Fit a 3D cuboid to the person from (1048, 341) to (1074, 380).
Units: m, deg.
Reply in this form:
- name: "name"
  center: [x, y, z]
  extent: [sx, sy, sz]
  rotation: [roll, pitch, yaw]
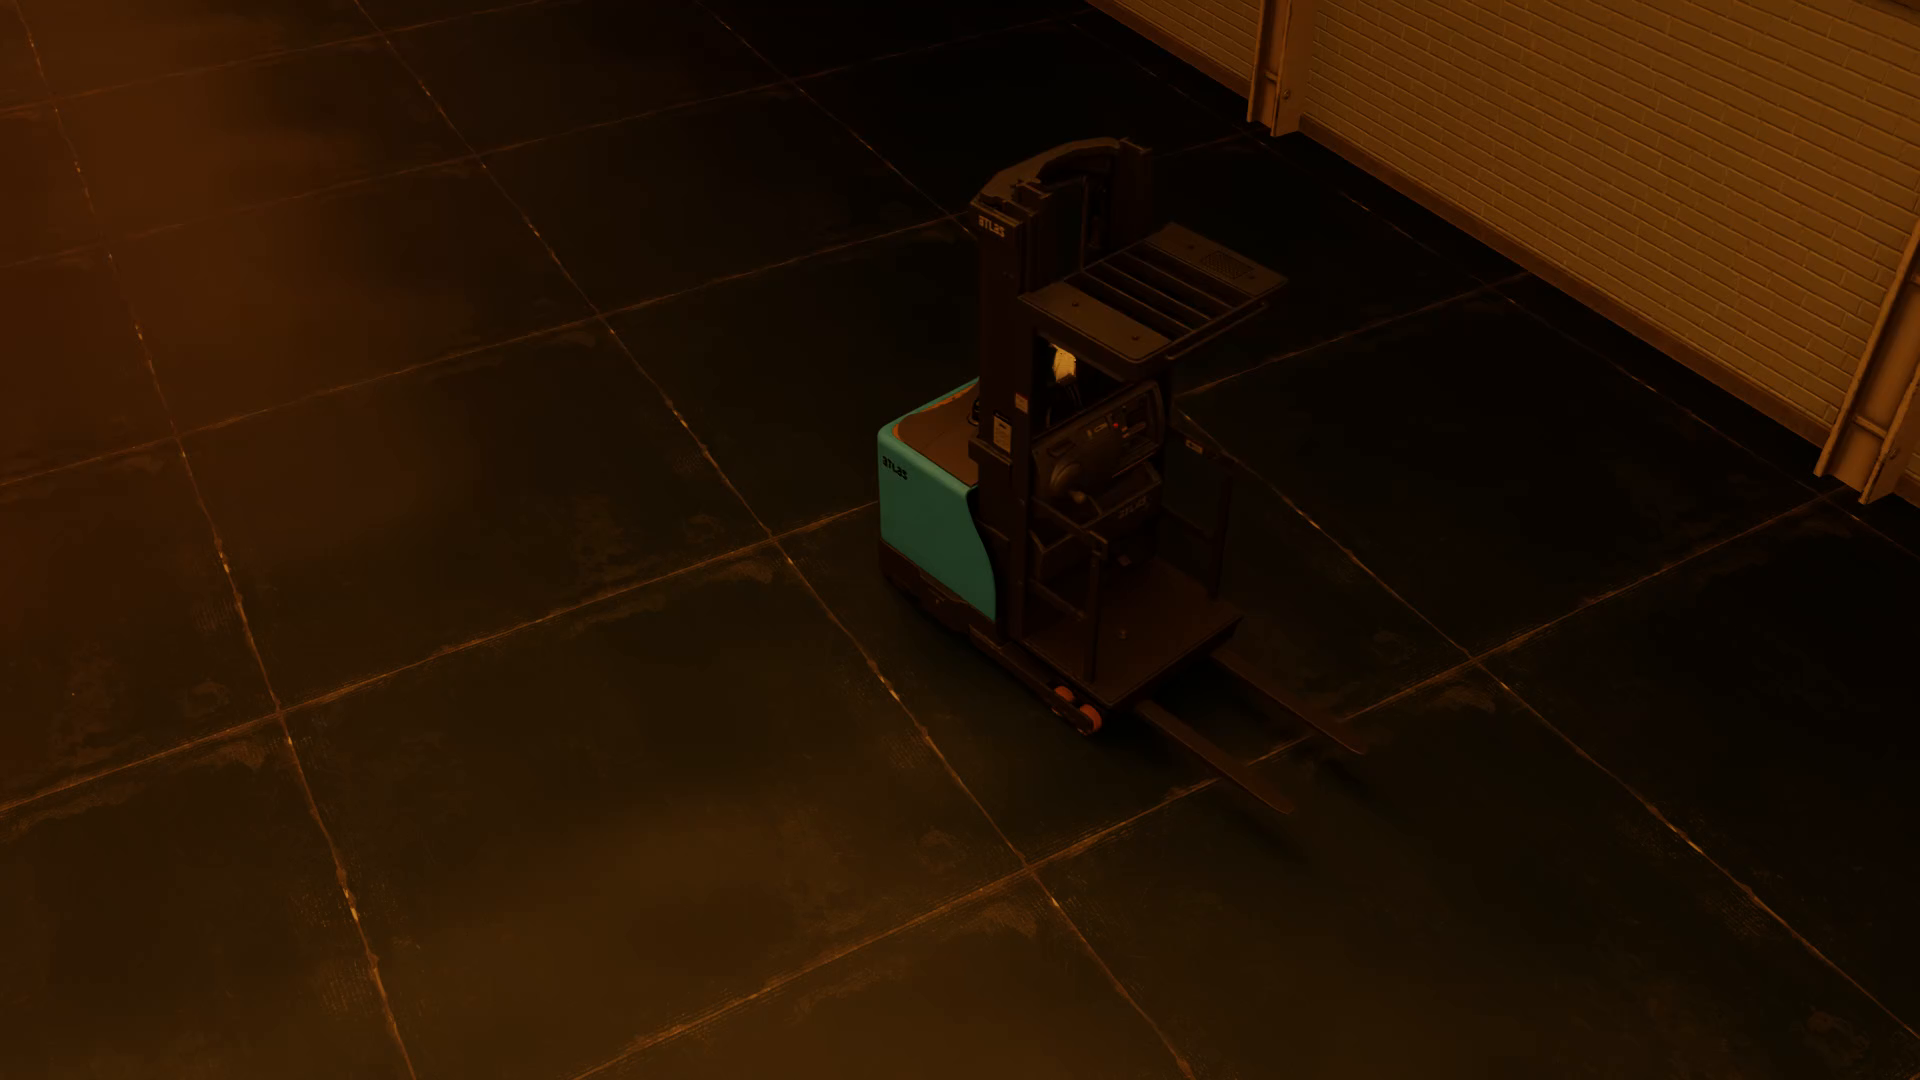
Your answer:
- name: "person"
  center: [0.642, -0.703, 9.941]
  extent: [0.998, 1.442, 0.800]
  rotation: [29, 47, 30]

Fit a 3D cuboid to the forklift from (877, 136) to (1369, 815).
- name: "forklift"
  center: [0.874, -0.438, 8.565]
  extent: [1.130, 2.935, 3.031]
  rotation: [-30, 48, -31]
